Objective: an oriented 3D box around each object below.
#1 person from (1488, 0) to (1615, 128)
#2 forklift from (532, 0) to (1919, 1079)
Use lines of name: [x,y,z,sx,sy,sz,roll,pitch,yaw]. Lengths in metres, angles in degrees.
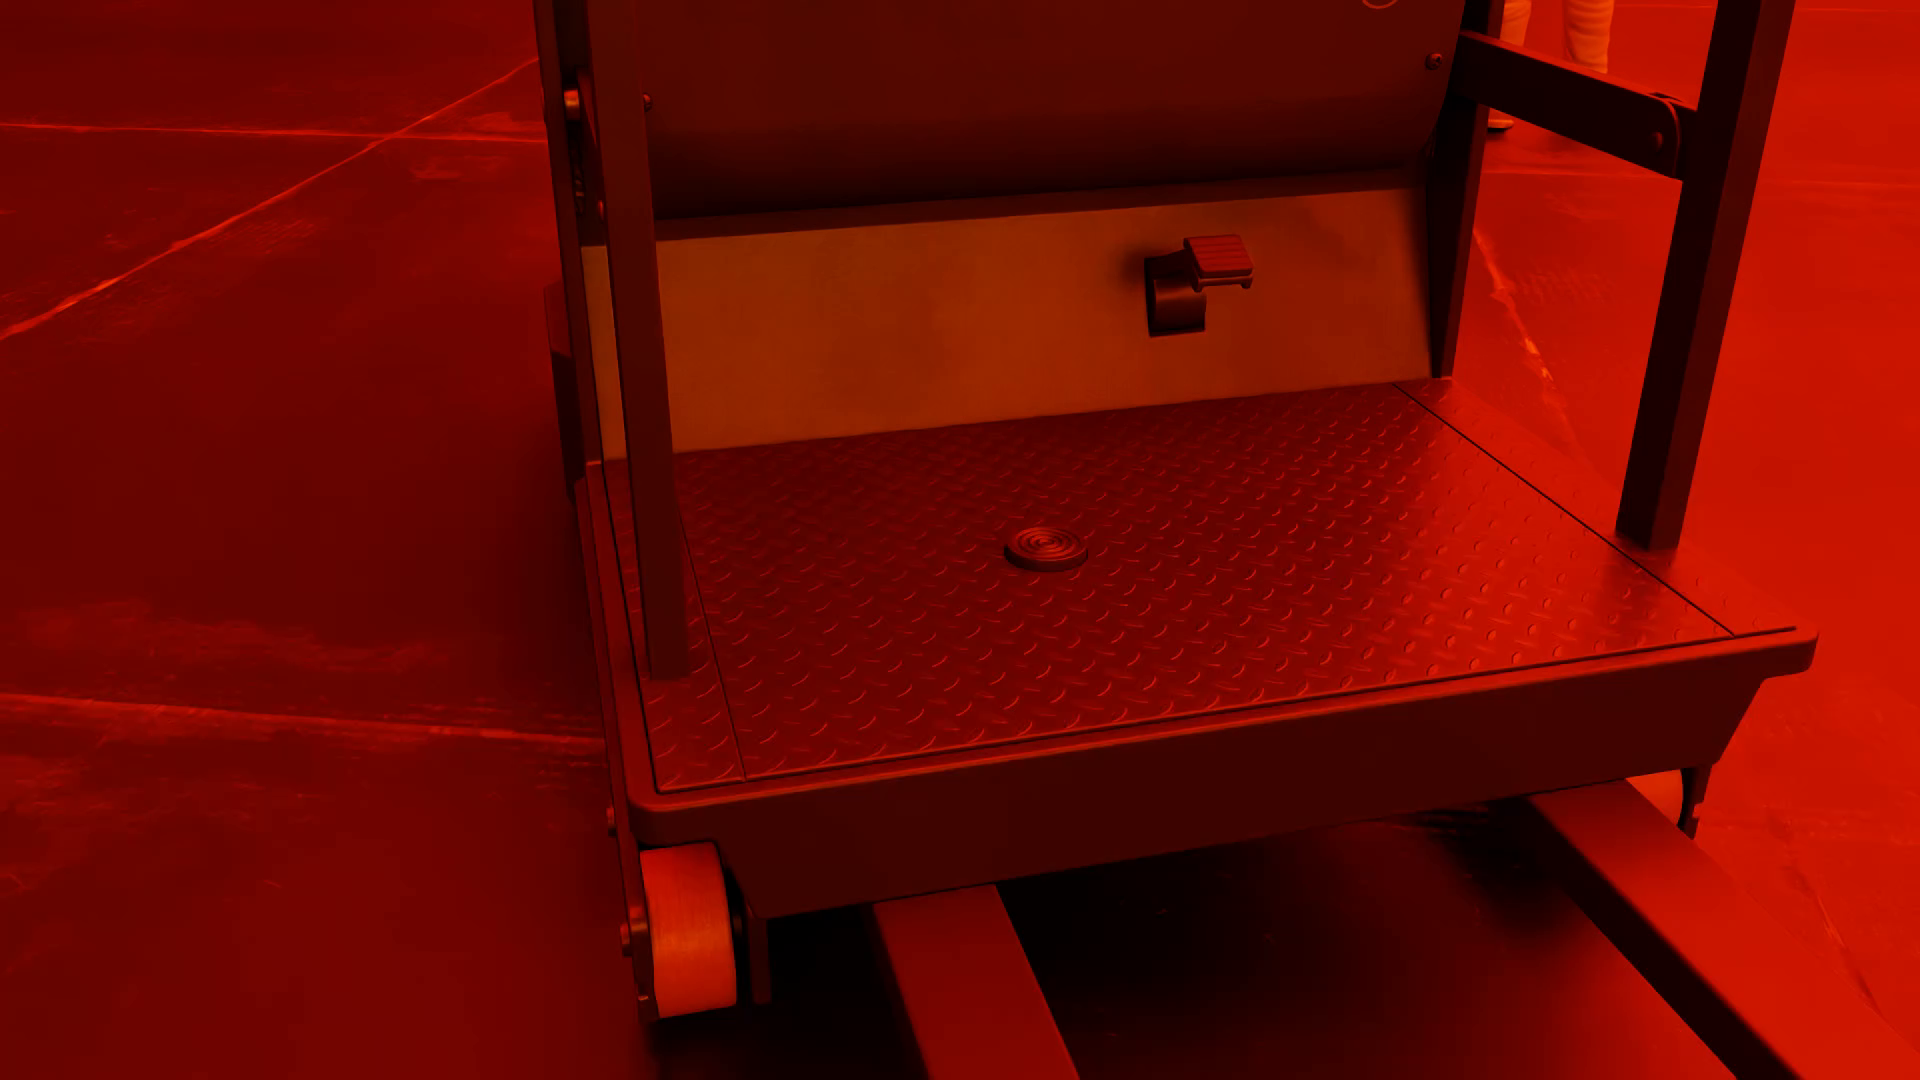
person: [1.654,-1.994,4.624,0.583,1.675,0.516,3,27,7]
forklift: [0.153,-1.049,1.319,1.130,2.935,3.031,-7,27,-13]
